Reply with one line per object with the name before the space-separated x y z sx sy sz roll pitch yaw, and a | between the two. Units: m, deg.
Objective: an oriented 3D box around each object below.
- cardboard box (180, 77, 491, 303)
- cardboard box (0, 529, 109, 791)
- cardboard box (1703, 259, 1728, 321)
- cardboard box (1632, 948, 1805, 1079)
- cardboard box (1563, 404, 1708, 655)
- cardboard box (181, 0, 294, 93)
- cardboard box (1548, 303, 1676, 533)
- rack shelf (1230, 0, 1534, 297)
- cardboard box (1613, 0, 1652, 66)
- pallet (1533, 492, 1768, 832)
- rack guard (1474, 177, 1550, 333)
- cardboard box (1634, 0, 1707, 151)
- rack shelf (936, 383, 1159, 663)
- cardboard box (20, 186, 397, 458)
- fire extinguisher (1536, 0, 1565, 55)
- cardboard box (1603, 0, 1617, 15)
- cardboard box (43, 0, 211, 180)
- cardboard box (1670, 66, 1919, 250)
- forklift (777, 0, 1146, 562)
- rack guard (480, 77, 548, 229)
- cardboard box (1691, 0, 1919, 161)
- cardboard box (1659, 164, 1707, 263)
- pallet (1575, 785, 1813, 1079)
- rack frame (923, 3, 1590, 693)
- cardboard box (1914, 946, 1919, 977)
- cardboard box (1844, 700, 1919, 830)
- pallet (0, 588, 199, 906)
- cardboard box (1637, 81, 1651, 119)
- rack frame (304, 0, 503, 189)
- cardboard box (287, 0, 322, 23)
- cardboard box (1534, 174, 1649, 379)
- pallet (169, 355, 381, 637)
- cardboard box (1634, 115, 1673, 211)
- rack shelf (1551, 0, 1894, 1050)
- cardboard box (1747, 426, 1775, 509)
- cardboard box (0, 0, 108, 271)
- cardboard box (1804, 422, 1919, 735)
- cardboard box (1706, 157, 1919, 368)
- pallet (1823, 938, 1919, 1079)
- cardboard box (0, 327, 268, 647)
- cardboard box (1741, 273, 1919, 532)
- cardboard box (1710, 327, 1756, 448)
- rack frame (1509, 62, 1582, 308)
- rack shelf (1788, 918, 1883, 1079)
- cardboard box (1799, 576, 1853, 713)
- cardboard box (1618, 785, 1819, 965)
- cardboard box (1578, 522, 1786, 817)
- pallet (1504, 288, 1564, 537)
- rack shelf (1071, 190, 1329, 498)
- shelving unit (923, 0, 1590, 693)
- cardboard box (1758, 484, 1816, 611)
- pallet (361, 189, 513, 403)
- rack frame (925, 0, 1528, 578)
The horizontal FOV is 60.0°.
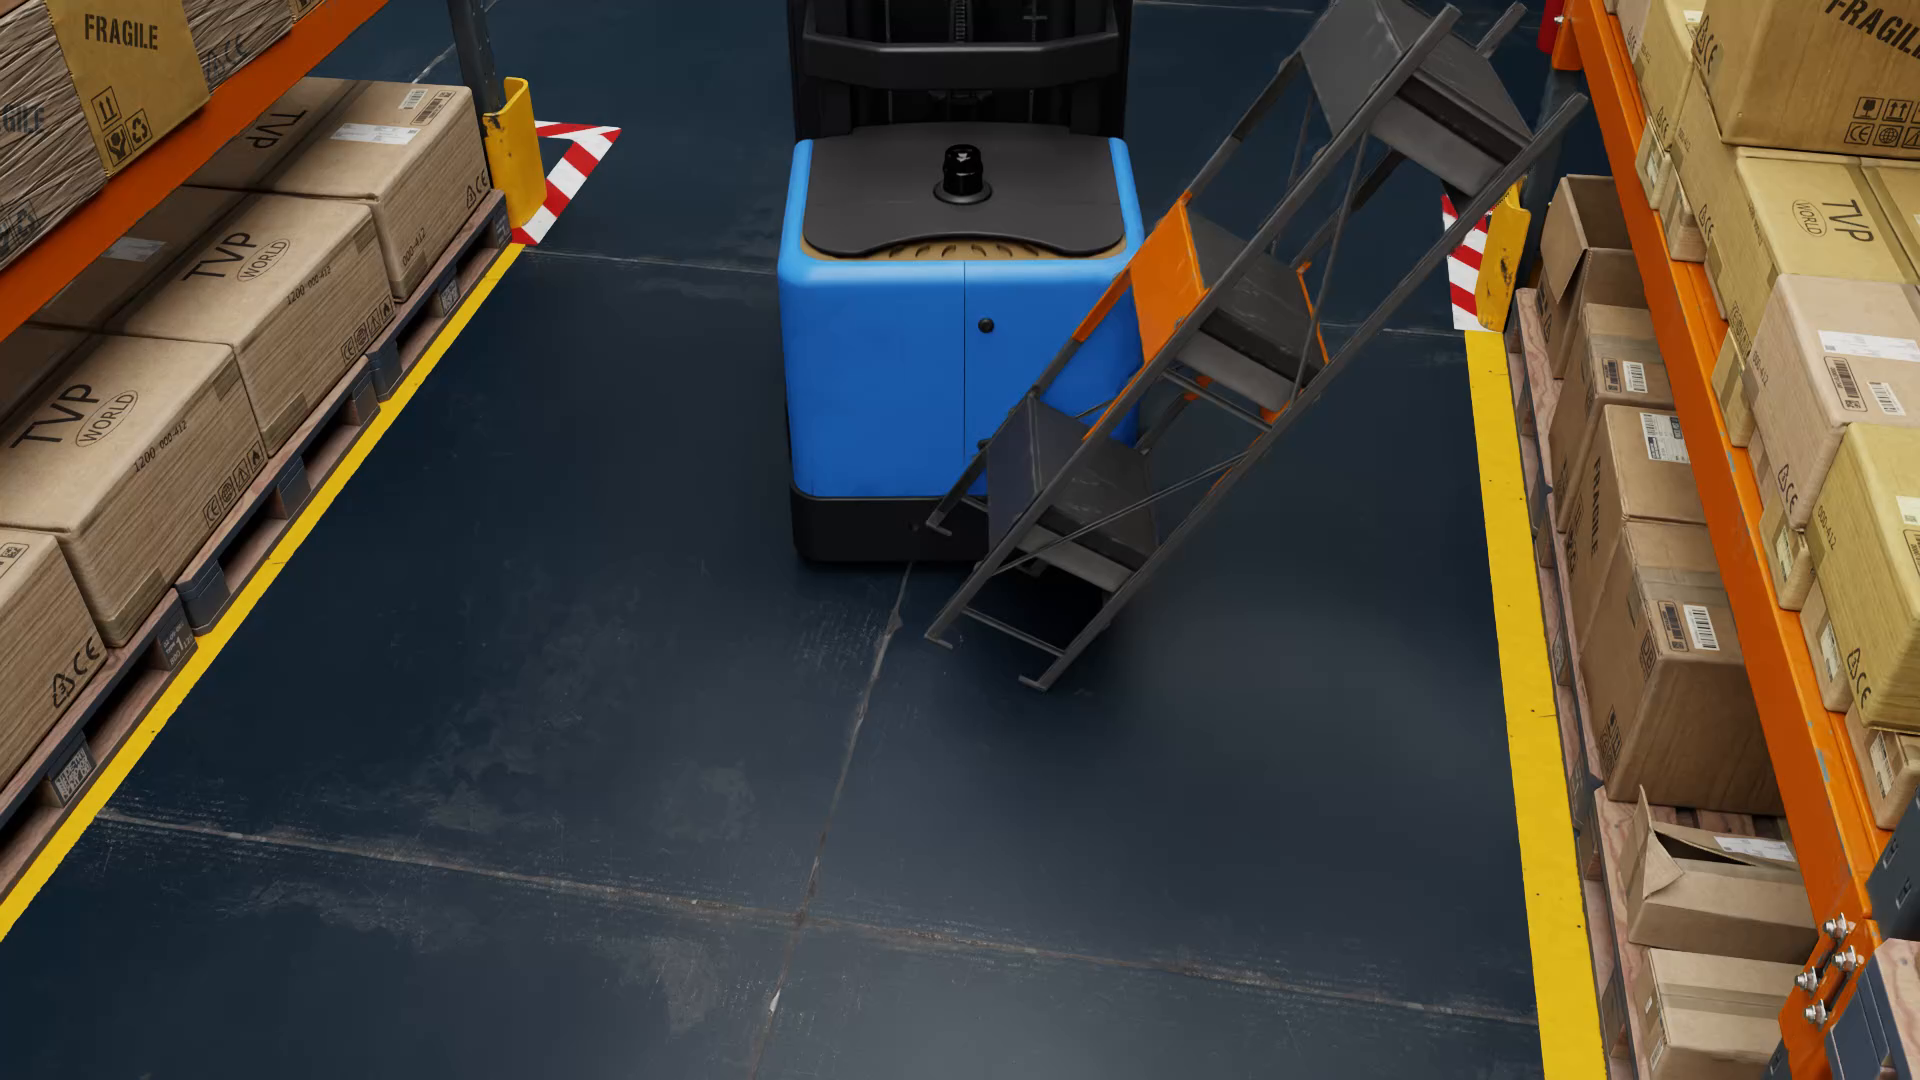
cardboard box | -2.351 -1.323 6.177 0.875 0.438 0.875 5 40 6
cardboard box | -2.813 0.380 4.118 0.875 0.438 0.875 6 40 7
cardboard box | 1.953 -0.616 3.838 0.380 0.149 0.250 6 40 8
cardboard box | 1.669 1.036 3.550 0.380 0.149 0.250 5 40 6
cardboard box | 1.979 -0.001 4.529 0.500 0.500 0.500 7 40 8
cardboard box | -2.339 -1.643 4.805 0.500 0.500 0.500 7 40 9
cardboard box | 2.169 -0.322 4.917 0.700 0.500 0.500 8 40 9
rack shelf | 0.984 -0.944 3.880 0.431 0.518 0.480 25 35 -20
cardboard box | 2.123 -1.514 4.612 0.500 0.250 0.500 7 40 8
pallet | 2.191 0.357 4.652 1.003 0.211 1.213 6 40 8
rack guard | 2.541 -1.018 6.089 1.175 0.500 0.348 6 40 8
cardboard box | 2.039 -1.196 4.226 0.500 0.250 0.500 6 40 7
rack shelf | 0.245 -0.030 4.640 0.431 0.518 0.480 25 35 -20
cardboard box | -2.501 -0.748 5.481 0.875 0.438 0.875 7 40 9
fire extinguisher | 2.124 -1.999 5.667 0.296 0.674 0.183 6 40 8
cardboard box | 2.227 -1.756 5.217 0.380 0.149 0.250 6 40 7
cardboard box | -2.416 -1.318 4.411 0.500 0.500 0.500 8 40 9
cardboard box | 1.971 -0.872 3.835 0.500 0.250 0.500 5 40 7
forklift | -0.006 -1.976 5.340 1.130 2.935 3.031 0 40 -1
rack guard | -2.331 -1.626 6.824 1.175 0.500 0.348 6 40 8
cardboard box | 1.951 -1.178 3.617 0.500 0.500 0.500 7 40 9
cardboard box | 1.930 -0.785 4.043 0.380 0.149 0.250 7 40 9
pallet | 1.982 1.125 3.723 1.003 0.211 1.213 6 40 8
rack frame | 0.624 -0.339 4.066 0.400 2.100 0.015 25 35 -20
cardboard box | 1.558 0.560 1.811 0.700 0.500 0.500 7 40 9
cardboard box | 1.668 0.350 2.669 0.380 0.149 0.250 7 40 8
pallet | -2.819 0.543 4.428 1.003 0.211 1.213 6 40 8
cardboard box | 2.113 -1.271 4.630 0.380 0.149 0.250 8 40 9
rack frame | -2.335 -2.574 6.009 1.000 3.000 0.127 6 40 8
cardboard box | -2.260 -1.967 5.197 0.500 0.500 0.500 6 40 7
cardboard box | 2.355 -0.855 5.560 0.797 0.503 0.637 5 40 6
pallet | -2.610 -0.225 5.357 1.003 0.211 1.213 6 40 8
cardboard box | 1.955 -0.953 4.246 0.380 0.149 0.250 5 40 6
rack shelf | 2.208 -0.496 4.061 1.077 0.370 4.000 6 40 8
cardboard box | 1.785 -0.143 3.266 0.380 0.149 0.250 7 40 9
cardboard box | -2.505 -0.994 4.020 0.500 0.500 0.500 7 40 8
cardboard box | 1.710 0.078 2.686 0.500 0.250 0.500 7 40 9
cardboard box | 1.881 -0.549 3.445 0.500 0.250 0.500 6 40 7
pallet | 1.616 1.045 1.783 1.003 0.211 1.213 6 40 8
cardboard box | -2.659 -0.182 4.797 0.875 0.438 0.875 5 40 6
cardboard box | 1.782 -0.238 3.068 0.500 0.250 0.500 7 40 8
cardboard box | 1.802 -0.306 3.464 0.380 0.149 0.250 6 40 7
rack frame | 2.554 -2.029 5.350 1.000 3.000 0.127 6 40 8
rack shelf | 1.516 2.014 1.025 1.077 0.370 4.000 6 40 8
cardboard box | 1.692 0.185 2.870 0.380 0.149 0.250 7 40 9
cardboard box | 1.731 0.767 3.784 0.396 0.266 0.258 8 40 9
cardboard box | 1.989 0.330 4.129 0.700 0.500 0.500 5 40 6
pallet | 2.404 -0.406 5.576 1.003 0.211 1.213 6 40 8
rack shelf | 0.615 -0.487 4.260 0.431 0.518 0.480 25 35 -20
shelving unit | 0.622 -0.496 4.253 0.431 2.100 0.503 25 35 -20
cardboard box | 1.713 0.019 3.070 0.380 0.149 0.250 7 40 9
pallet | -2.397 -0.989 6.280 1.003 0.211 1.213 6 40 8
rack frame | 0.620 -0.653 4.440 0.400 2.100 0.015 25 35 -20
